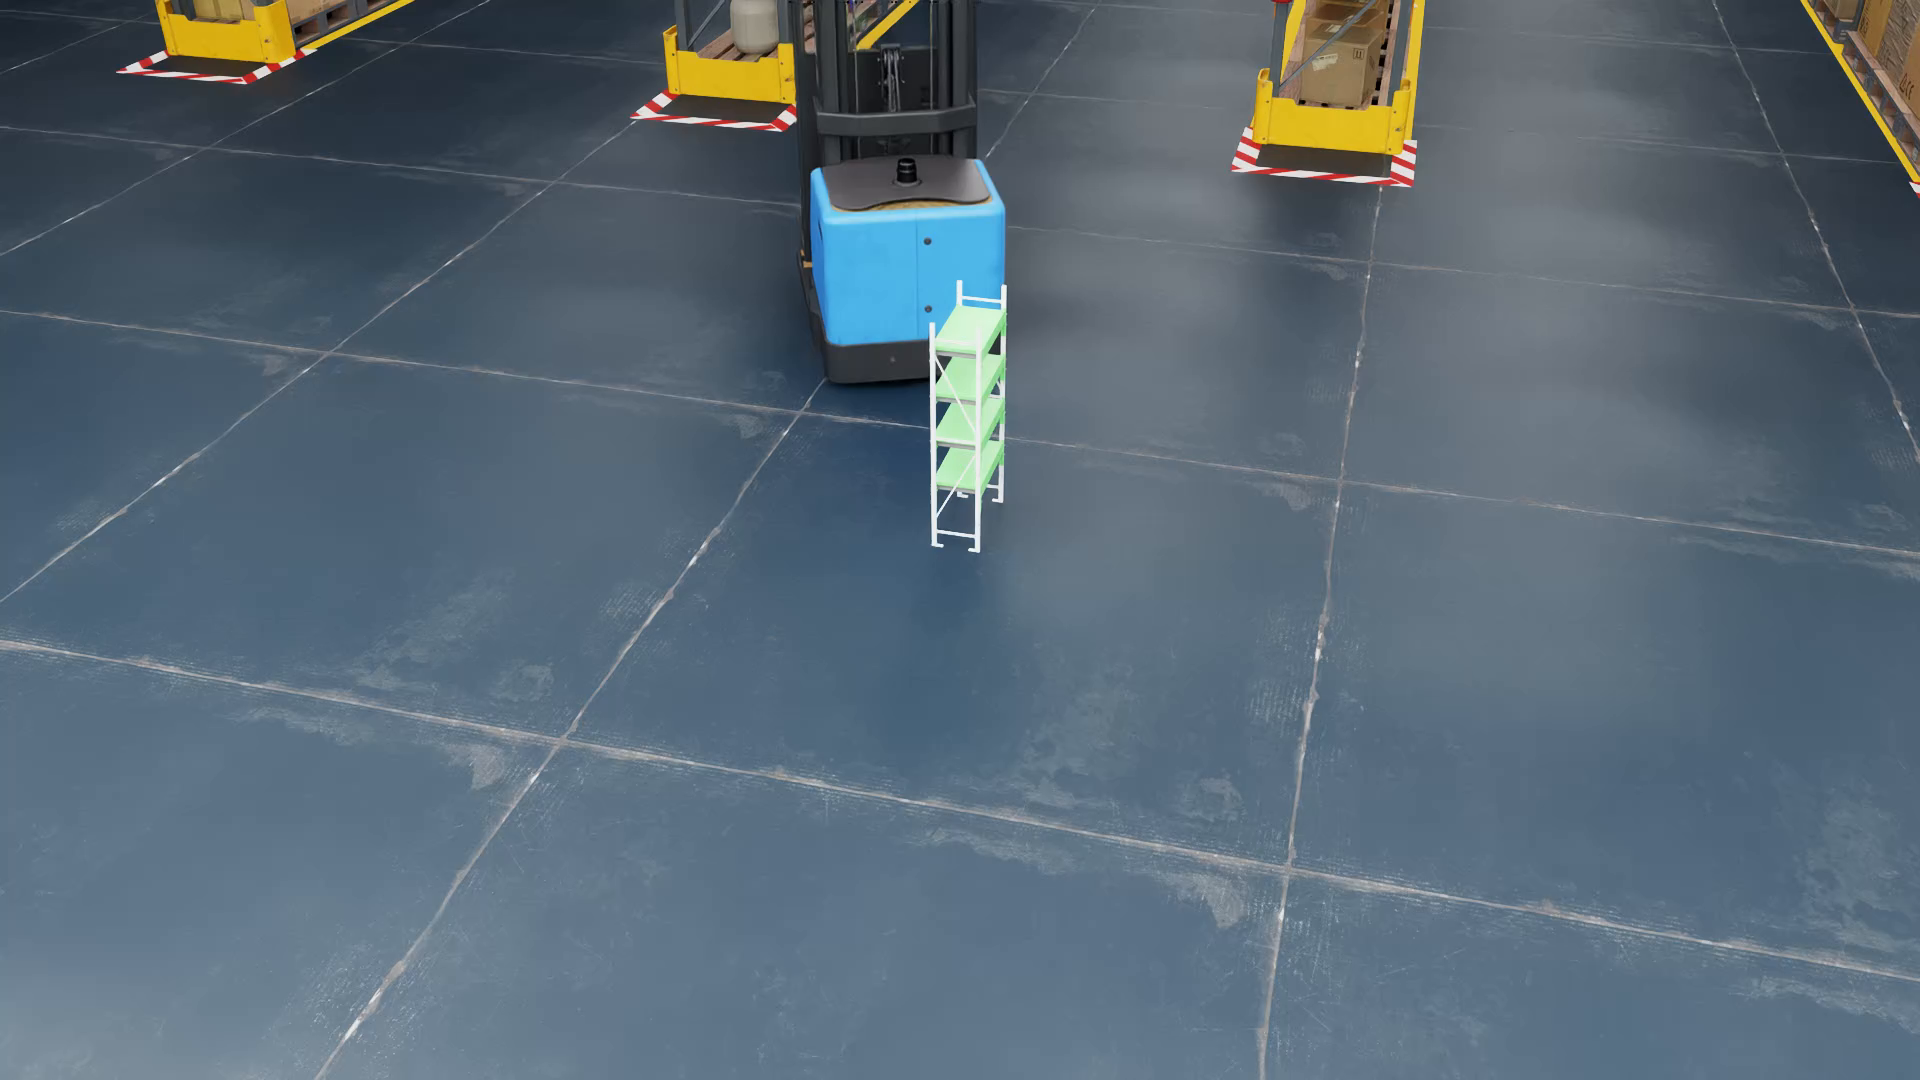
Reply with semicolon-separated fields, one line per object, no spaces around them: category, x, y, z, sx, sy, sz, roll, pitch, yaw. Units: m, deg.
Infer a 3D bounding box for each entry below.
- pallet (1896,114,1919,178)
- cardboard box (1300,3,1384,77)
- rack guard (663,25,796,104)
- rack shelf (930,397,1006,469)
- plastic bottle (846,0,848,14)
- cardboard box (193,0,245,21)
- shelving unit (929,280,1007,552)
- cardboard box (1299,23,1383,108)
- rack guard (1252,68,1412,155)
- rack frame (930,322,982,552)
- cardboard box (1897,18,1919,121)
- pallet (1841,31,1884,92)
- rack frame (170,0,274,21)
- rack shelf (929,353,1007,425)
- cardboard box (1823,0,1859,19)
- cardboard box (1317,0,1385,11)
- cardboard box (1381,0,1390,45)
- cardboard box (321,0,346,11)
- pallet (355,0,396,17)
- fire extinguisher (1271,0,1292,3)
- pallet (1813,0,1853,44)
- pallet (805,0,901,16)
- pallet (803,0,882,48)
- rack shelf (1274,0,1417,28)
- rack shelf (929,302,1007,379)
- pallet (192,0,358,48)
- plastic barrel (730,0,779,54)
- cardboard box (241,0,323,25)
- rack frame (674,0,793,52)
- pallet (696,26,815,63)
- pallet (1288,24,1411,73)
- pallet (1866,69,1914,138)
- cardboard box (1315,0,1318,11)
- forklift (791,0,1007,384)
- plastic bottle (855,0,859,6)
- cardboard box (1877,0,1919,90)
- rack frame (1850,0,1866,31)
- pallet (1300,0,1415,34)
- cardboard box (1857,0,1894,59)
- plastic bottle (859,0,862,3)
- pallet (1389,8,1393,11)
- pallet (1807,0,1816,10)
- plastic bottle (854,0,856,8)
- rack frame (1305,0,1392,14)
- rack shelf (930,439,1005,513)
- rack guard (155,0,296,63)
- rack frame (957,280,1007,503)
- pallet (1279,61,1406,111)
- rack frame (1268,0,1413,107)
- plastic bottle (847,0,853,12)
pallet;7.802;-2.914;12.637;1.003;0.211;1.213;8;33;12
cardboard box;3.196;-4.152;13.924;0.500;0.500;0.500;17;36;25
rack guard;-1.914;-4.058;14.168;1.175;0.500;0.348;8;33;12
rack shelf;0.042;-0.538;8.098;0.258;0.148;0.480;8;33;12
plastic bottle;-1.100;-5.024;15.555;0.097;0.201;0.097;0;32;0
cardboard box;-6.828;-5.079;15.615;0.500;0.250;0.500;8;33;12
shelving unit;0.042;-0.592;8.063;0.258;1.200;0.503;8;33;12
cardboard box;3.078;-3.837;13.428;0.500;0.500;0.500;14;35;21
rack guard;2.922;-3.378;13.097;1.175;0.500;0.348;8;33;12
rack frame;-0.020;-0.466;7.864;0.240;1.200;0.015;8;33;12
cardboard box;8.005;-3.764;12.963;0.875;0.875;0.875;8;33;12
pallet;8.422;-4.180;14.629;1.003;0.211;1.213;8;33;12
rack frame;-6.678;-5.744;14.489;1.000;3.000;0.127;8;33;12
rack shelf;0.042;-0.741;7.969;0.258;0.148;0.480;8;33;12
cardboard box;8.761;-5.303;15.502;1.050;0.750;0.750;8;33;12
cardboard box;3.374;-4.474;14.431;0.500;0.500;0.500;11;34;17
cardboard box;3.558;-4.758;14.877;0.500;0.500;0.500;5;33;8
cardboard box;-6.203;-5.268;15.913;0.500;0.250;0.500;8;33;12
pallet;-6.213;-5.601;16.863;1.003;0.211;1.213;8;33;12
fire extinguisher;2.428;-4.364;12.390;0.296;0.674;0.183;8;33;12
pallet;8.813;-4.975;15.879;1.003;0.211;1.213;8;33;12
pallet;-1.083;-5.623;16.899;1.003;0.211;1.213;8;33;12
pallet;-1.391;-4.988;15.900;1.003;0.211;1.213;8;33;12
rack shelf;3.411;-5.127;14.190;1.077;0.370;4.000;8;33;12
rack shelf;0.042;-0.943;7.840;0.258;0.148;0.480;8;33;12
pallet;-6.524;-4.969;15.870;1.003;0.211;1.213;8;33;12
plastic barrel;-1.795;-4.547;14.533;0.421;0.512;0.421;0;32;0
cardboard box;-6.327;-5.009;15.504;0.500;0.250;0.500;8;33;12
rack frame;-1.888;-5.067;13.425;1.000;3.000;0.127;8;33;12
pallet;-1.703;-4.357;14.907;1.003;0.211;1.213;8;33;12
pallet;3.474;-4.304;14.823;1.003;0.211;1.213;8;33;12
pallet;8.114;-3.545;13.630;1.003;0.211;1.213;8;33;12
cardboard box;3.640;-5.091;15.400;0.500;0.500;0.500;19;37;27
forklift;-0.479;-2.910;10.096;1.130;2.935;3.031;-5;33;-8
plastic bottle;-1.014;-5.230;15.814;0.097;0.271;0.097;0;32;0
cardboard box;8.238;-4.236;13.707;0.875;0.875;0.875;8;33;13
rack frame;8.690;-5.741;14.485;1.000;3.000;0.127;8;33;12
pallet;3.782;-4.939;15.822;1.003;0.211;1.213;8;33;12
cardboard box;8.463;-4.705;14.444;0.875;0.875;0.875;9;33;13
plastic bottle;-0.989;-5.252;15.913;0.097;0.201;0.097;0;32;0
pallet;4.114;-5.696;17.013;1.003;0.211;1.213;8;33;12
pallet;9.121;-5.610;16.878;1.003;0.211;1.213;8;33;12
plastic bottle;-1.039;-5.178;15.732;0.097;0.271;0.097;0;32;0
rack frame;3.918;-6.469;15.629;1.000;3.000;0.127;8;33;12
rack shelf;0.042;-0.336;8.226;0.258;0.148;0.480;8;33;12
rack guard;-6.684;-4.676;15.140;1.175;0.500;0.348;8;33;12
rack frame;0.104;-0.719;8.262;0.240;1.200;0.015;8;33;12
pallet;3.163;-3.672;13.830;1.003;0.211;1.213;8;33;12
rack frame;2.903;-4.393;12.364;1.000;3.000;0.127;8;33;12
plastic bottle;-1.051;-5.120;15.630;0.061;0.283;0.133;9;33;13
